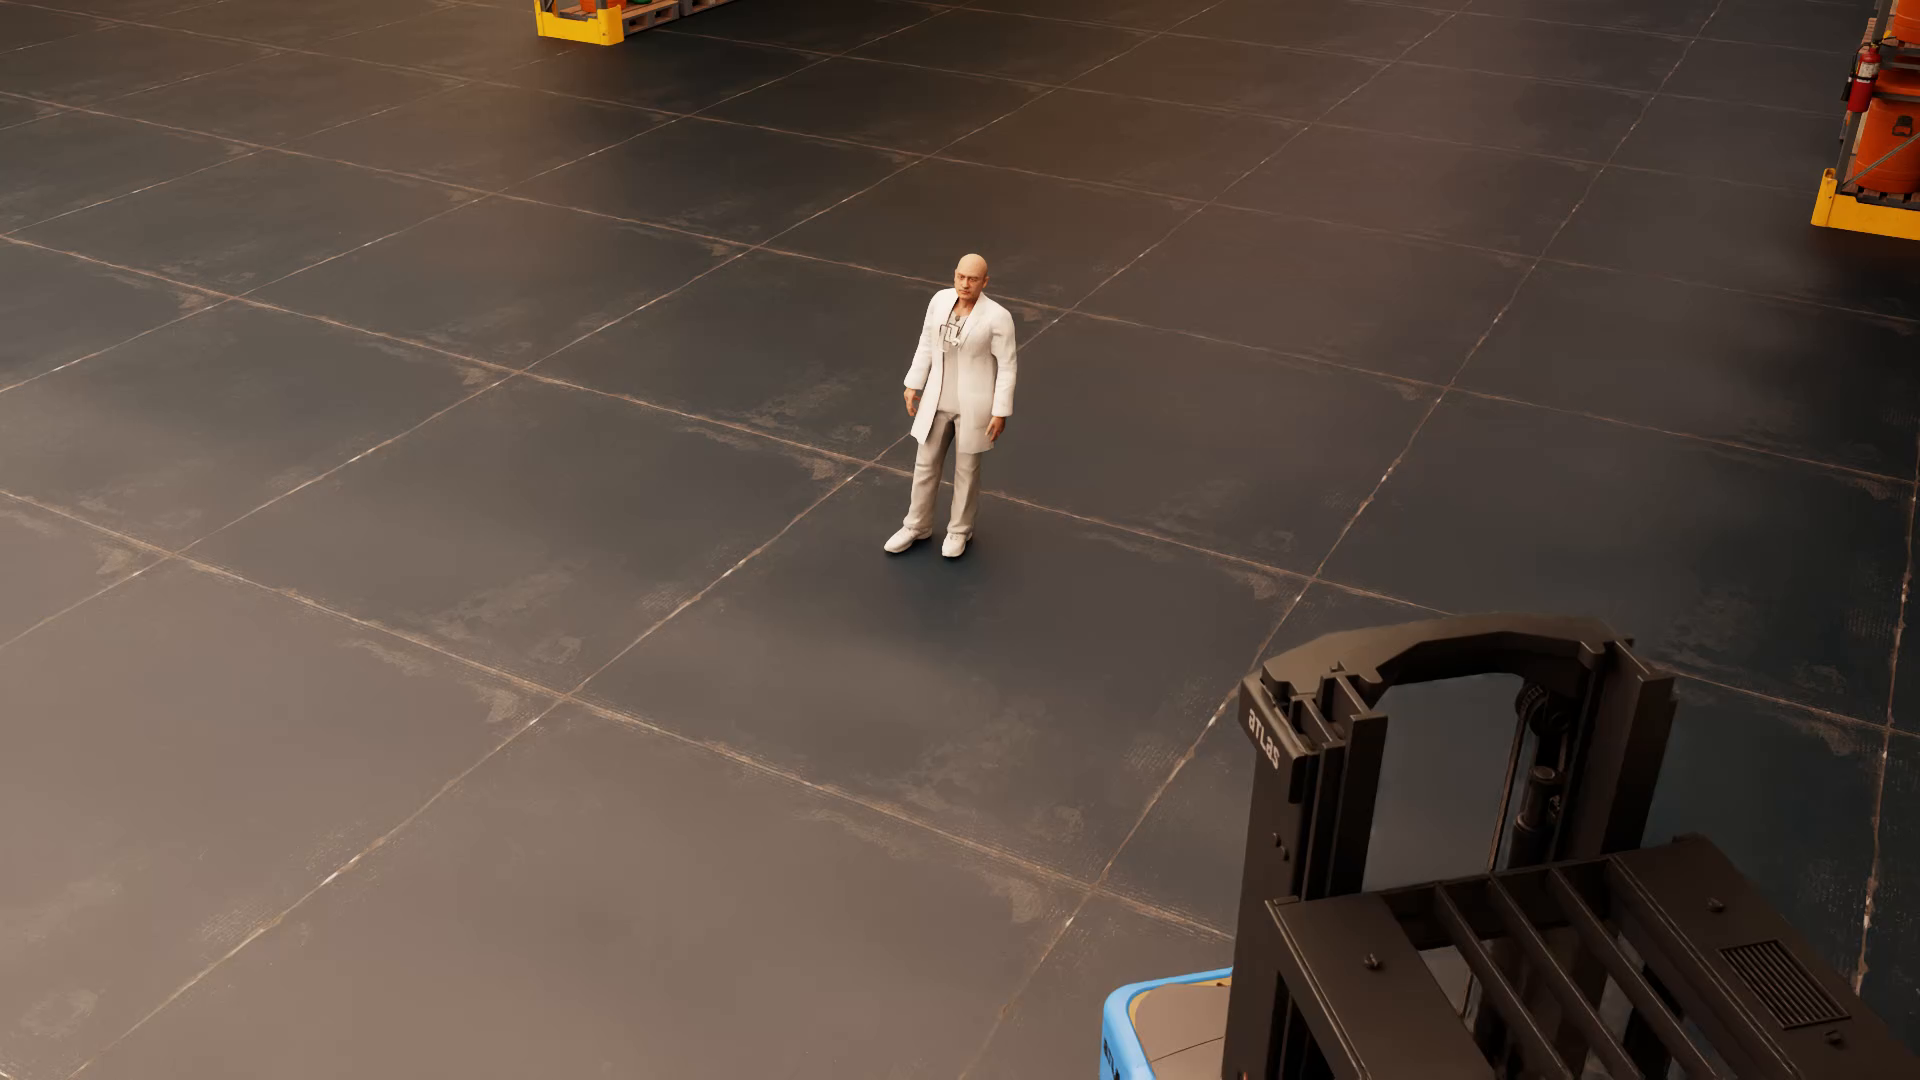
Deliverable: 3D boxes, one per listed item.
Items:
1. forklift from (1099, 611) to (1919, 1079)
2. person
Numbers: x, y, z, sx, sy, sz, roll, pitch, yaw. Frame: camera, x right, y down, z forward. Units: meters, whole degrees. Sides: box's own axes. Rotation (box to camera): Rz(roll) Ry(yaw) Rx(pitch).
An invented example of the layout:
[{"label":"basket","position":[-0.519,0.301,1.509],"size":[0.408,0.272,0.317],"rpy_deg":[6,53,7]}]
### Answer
[{"label":"forklift","position":[1.263,1.770,4.003],"size":[1.130,2.935,3.031],"rpy_deg":[-6,31,-11]},{"label":"person","position":[-0.048,-0.738,9.487],"size":[0.698,1.778,0.578],"rpy_deg":[15,33,25]}]
